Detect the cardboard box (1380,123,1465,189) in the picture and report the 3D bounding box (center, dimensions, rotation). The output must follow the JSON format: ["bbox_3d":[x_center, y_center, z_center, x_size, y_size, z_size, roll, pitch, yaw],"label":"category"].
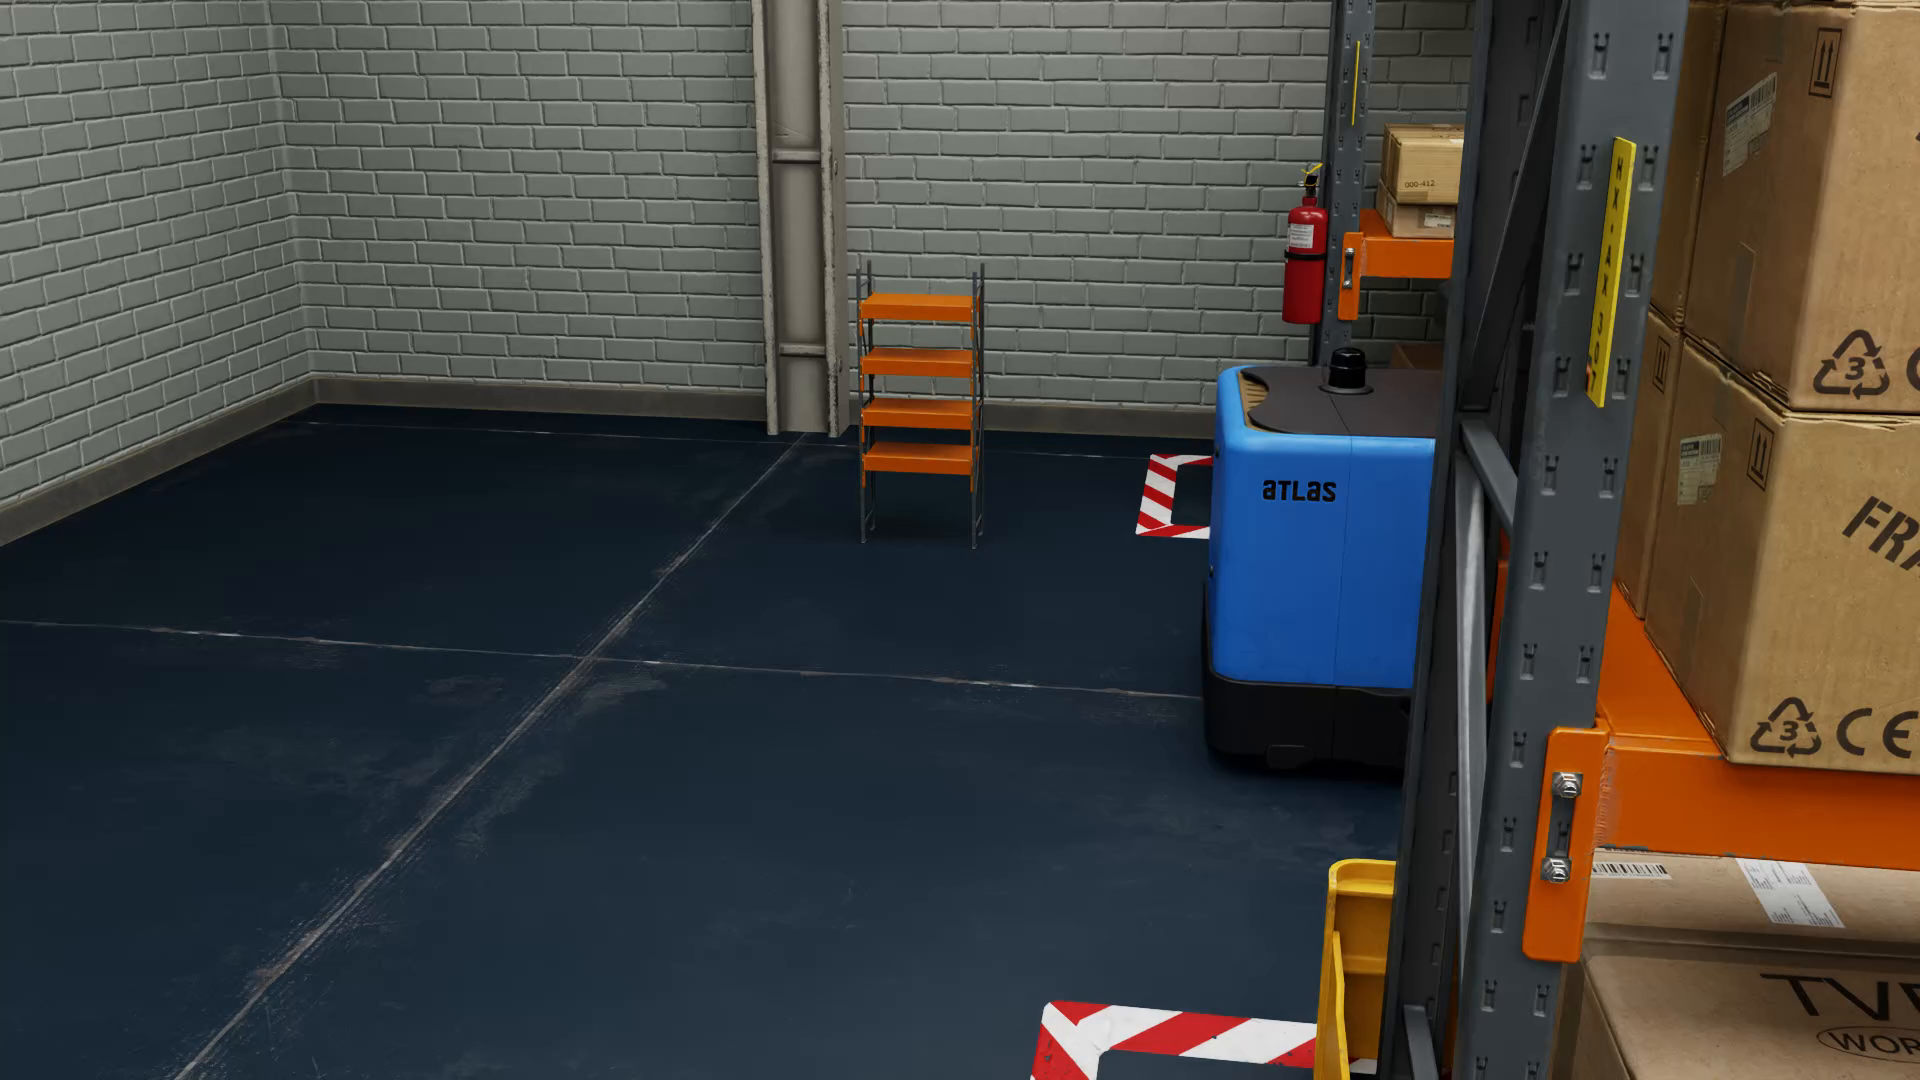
[{"bbox_3d":[2.188,-1.745,7.559,0.500,0.250,0.500,3,19,10],"label":"cardboard box"}]

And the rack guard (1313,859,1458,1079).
[{"bbox_3d":[0.885,1.124,3.156,0.348,0.500,1.175,3,19,9],"label":"rack guard"}]

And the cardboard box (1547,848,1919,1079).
[{"bbox_3d":[1.576,0.958,3.090,0.875,0.438,0.875,2,19,7],"label":"cardboard box"}]

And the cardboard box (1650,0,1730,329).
[{"bbox_3d":[1.422,-0.632,2.731,0.500,0.500,0.500,4,19,10],"label":"cardboard box"}]

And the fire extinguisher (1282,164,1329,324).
[{"bbox_3d":[1.473,-1.264,7.064,0.183,0.674,0.296,3,19,9],"label":"fire extinguisher"}]

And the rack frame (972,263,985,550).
[{"bbox_3d":[0.077,-0.565,7.101,0.015,1.200,0.240,3,19,9],"label":"rack frame"}]

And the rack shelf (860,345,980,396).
[{"bbox_3d":[-0.163,-0.726,7.088,0.480,0.148,0.258,3,19,9],"label":"rack shelf"}]

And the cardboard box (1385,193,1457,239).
[{"bbox_3d":[1.973,-1.394,7.137,0.250,0.149,0.380,3,19,8],"label":"cardboard box"}]

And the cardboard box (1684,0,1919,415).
[{"bbox_3d":[1.337,-0.468,2.242,0.500,0.500,0.500,3,19,7],"label":"cardboard box"}]

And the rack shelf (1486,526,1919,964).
[{"bbox_3d":[2.883,0.382,2.569,4.000,0.370,1.077,3,19,9],"label":"rack shelf"}]

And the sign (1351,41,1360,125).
[{"bbox_3d":[1.606,-1.856,6.758,0.005,0.325,0.100,3,19,9],"label":"sign"}]

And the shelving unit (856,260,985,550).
[{"bbox_3d":[-0.163,-0.577,7.138,0.503,1.200,0.258,3,19,9],"label":"shelving unit"}]

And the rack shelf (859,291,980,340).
[{"bbox_3d":[-0.163,-0.950,7.013,0.480,0.148,0.258,3,19,9],"label":"rack shelf"}]

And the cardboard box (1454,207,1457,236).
[{"bbox_3d":[2.232,-1.395,7.142,0.250,0.149,0.380,3,19,10],"label":"cardboard box"}]

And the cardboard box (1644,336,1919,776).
[{"bbox_3d":[1.337,0.007,2.399,0.500,0.500,0.500,3,19,8],"label":"cardboard box"}]

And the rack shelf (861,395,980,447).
[{"bbox_3d":[-0.163,-0.514,7.159,0.480,0.148,0.258,3,19,9],"label":"rack shelf"}]

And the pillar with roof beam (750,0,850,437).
[{"bbox_3d":[-1.510,-3.530,3.670,0.400,9.000,9.100,3,19,9],"label":"pillar with roof beam"}]

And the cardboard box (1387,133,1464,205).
[{"bbox_3d":[2.097,-1.578,7.060,0.500,0.250,0.500,3,19,9],"label":"cardboard box"}]

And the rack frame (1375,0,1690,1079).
[{"bbox_3d":[0.908,-0.060,2.755,0.127,3.000,1.000,3,19,9],"label":"rack frame"}]

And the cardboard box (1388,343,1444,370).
[{"bbox_3d":[2.281,-0.570,7.552,0.637,0.503,0.797,2,19,6],"label":"cardboard box"}]

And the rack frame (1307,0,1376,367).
[{"bbox_3d":[1.692,-1.615,7.404,0.127,3.000,1.000,3,19,9],"label":"rack frame"}]

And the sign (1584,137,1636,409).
[{"bbox_3d":[0.814,-0.335,2.087,0.005,0.325,0.100,3,19,9],"label":"sign"}]

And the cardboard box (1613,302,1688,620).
[{"bbox_3d":[1.427,-0.166,2.915,0.500,0.500,0.500,3,19,9],"label":"cardboard box"}]

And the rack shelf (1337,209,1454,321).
[{"bbox_3d":[3.667,-1.174,7.217,4.000,0.370,1.077,3,19,9],"label":"rack shelf"}]

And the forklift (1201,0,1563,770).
[{"bbox_3d":[2.324,-0.773,4.995,3.031,2.935,1.130,2,19,7],"label":"forklift"}]

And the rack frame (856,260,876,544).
[{"bbox_3d":[-0.404,-0.590,7.174,0.015,1.200,0.240,3,19,9],"label":"rack frame"}]

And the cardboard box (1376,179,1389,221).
[{"bbox_3d":[2.062,-1.564,7.645,0.250,0.149,0.380,3,19,8],"label":"cardboard box"}]

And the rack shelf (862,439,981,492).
[{"bbox_3d":[-0.163,-0.325,7.222,0.480,0.148,0.258,3,19,9],"label":"rack shelf"}]
